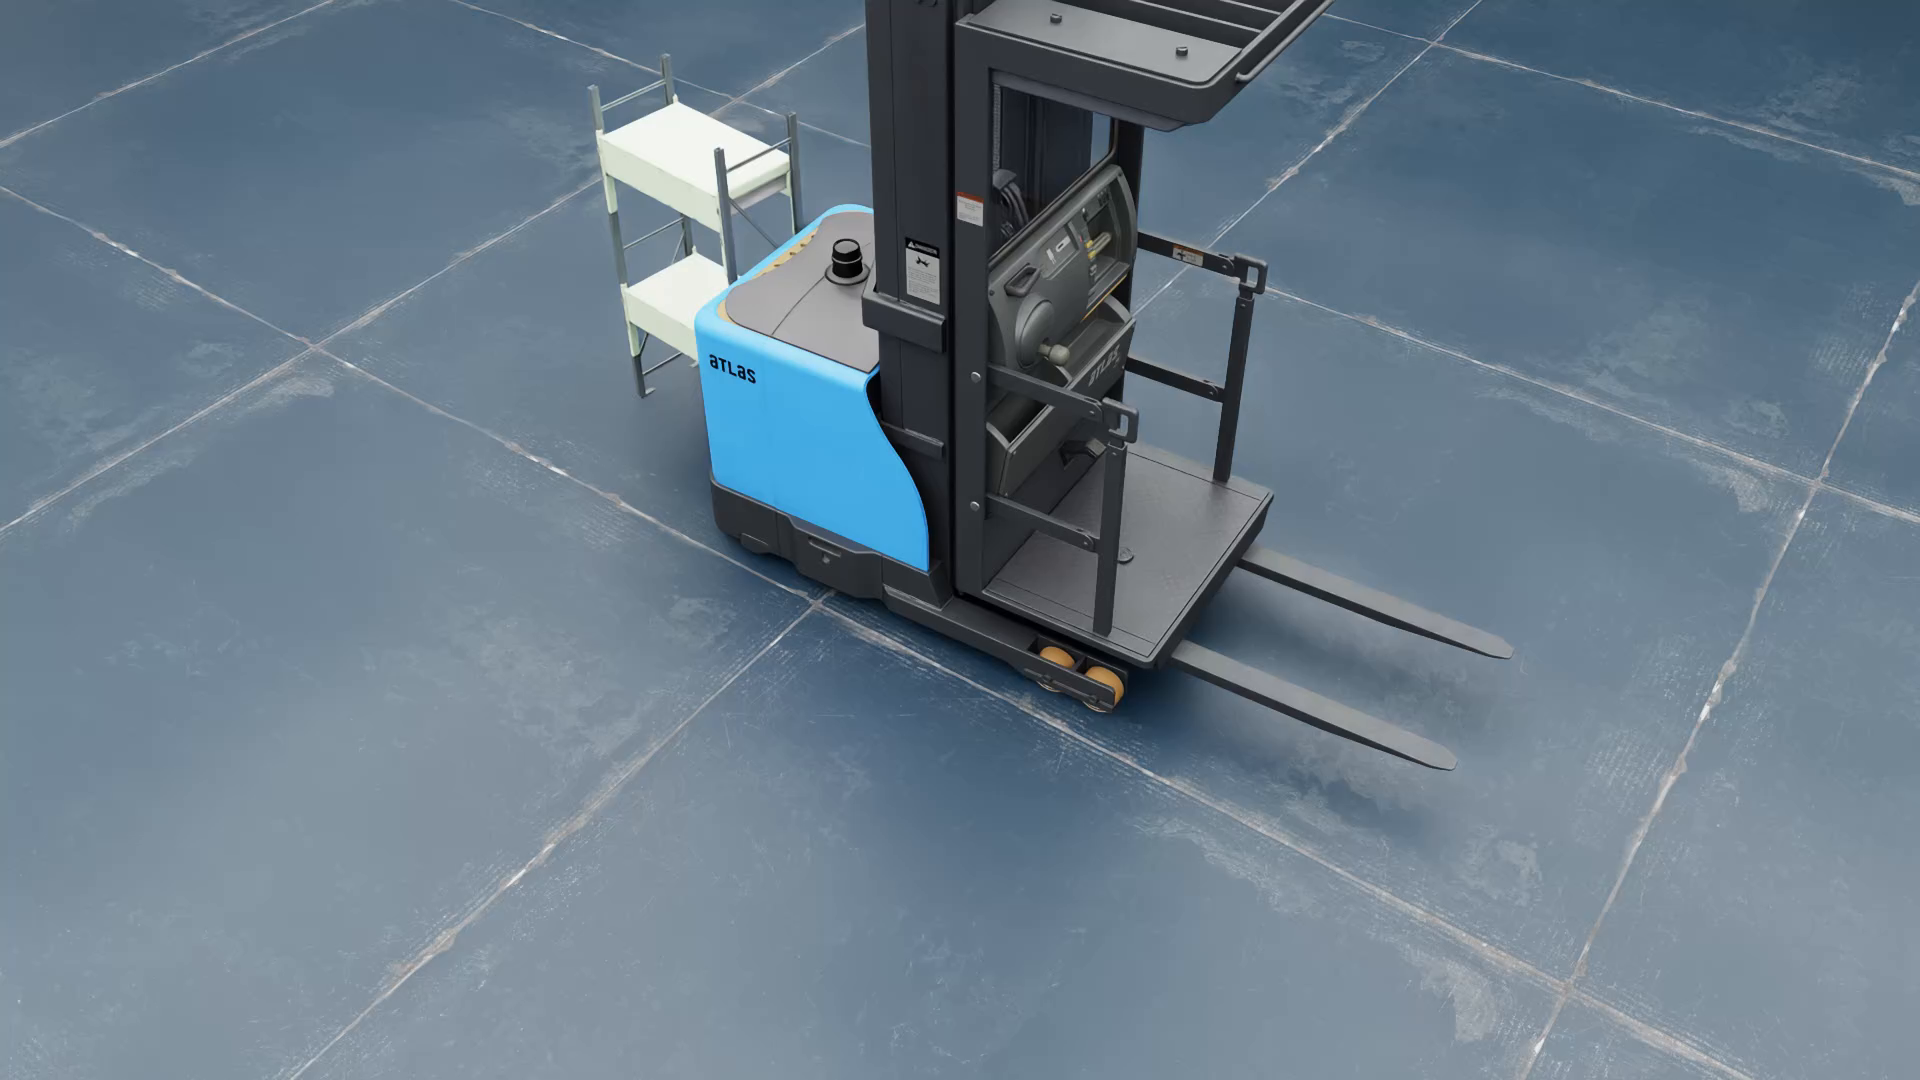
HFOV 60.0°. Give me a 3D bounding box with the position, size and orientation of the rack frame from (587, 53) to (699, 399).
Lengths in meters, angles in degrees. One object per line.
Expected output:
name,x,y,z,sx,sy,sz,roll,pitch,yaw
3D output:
rack frame,-1.307,-1.295,7.072,0.023,1.500,0.400,31,50,30

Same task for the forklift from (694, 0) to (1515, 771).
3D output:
forklift,0.532,-0.874,5.529,3.031,2.935,1.130,22,46,23

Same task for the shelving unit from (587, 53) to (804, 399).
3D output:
shelving unit,-1.036,-1.131,6.889,0.755,1.500,0.431,31,50,30

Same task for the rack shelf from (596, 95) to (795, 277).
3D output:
rack shelf,-1.036,-1.422,6.629,0.720,0.370,0.431,31,50,30

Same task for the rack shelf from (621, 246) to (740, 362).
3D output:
rack shelf,-1.036,-0.888,7.107,0.720,0.370,0.431,31,50,30

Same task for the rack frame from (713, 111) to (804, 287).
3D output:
rack frame,-0.764,-0.968,6.707,0.023,1.500,0.400,31,50,30
